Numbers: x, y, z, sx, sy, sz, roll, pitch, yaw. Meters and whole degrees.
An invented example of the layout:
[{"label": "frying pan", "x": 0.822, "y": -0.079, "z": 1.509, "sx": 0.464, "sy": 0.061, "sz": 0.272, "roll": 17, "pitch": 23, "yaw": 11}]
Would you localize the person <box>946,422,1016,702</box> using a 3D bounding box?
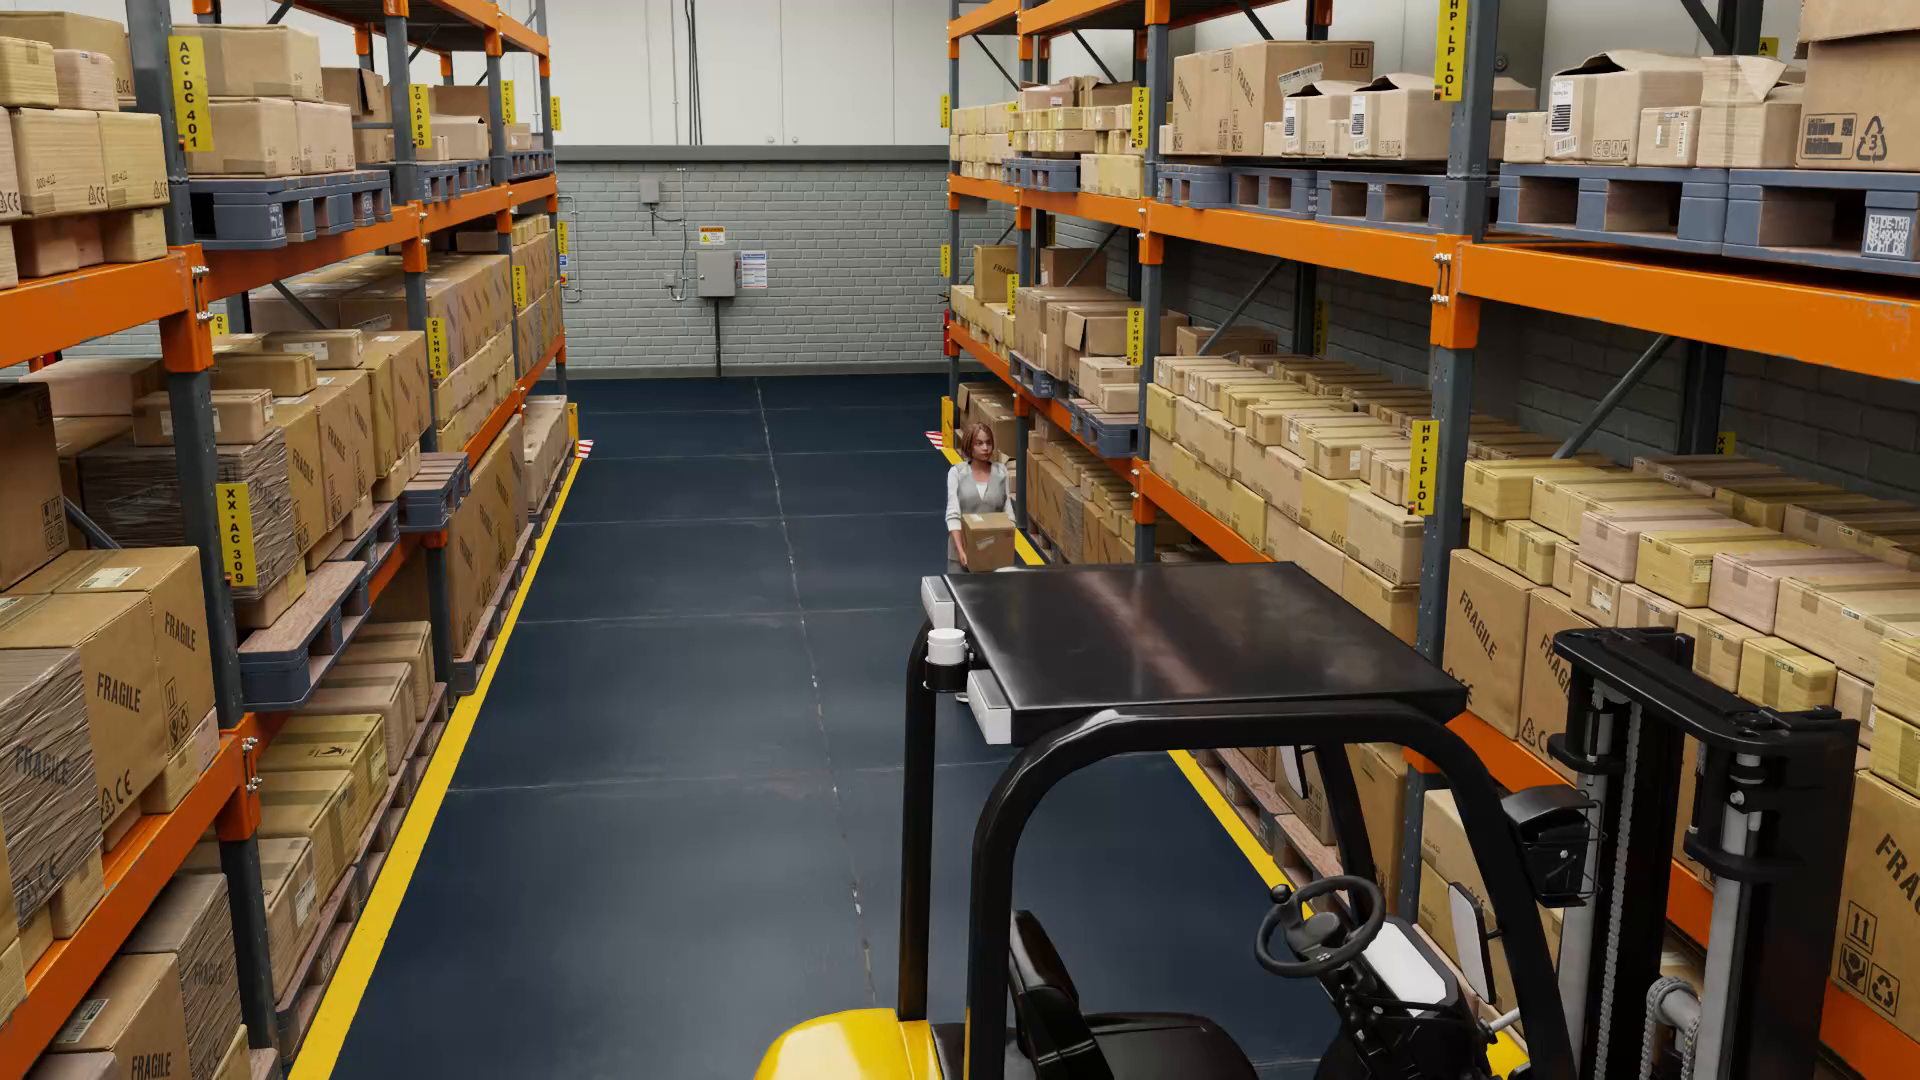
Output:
[{"label": "person", "x": 0.120, "y": 0.138, "z": 9.447, "sx": 0.404, "sy": 1.591, "sz": 0.492, "roll": -3, "pitch": 14, "yaw": -11}]
